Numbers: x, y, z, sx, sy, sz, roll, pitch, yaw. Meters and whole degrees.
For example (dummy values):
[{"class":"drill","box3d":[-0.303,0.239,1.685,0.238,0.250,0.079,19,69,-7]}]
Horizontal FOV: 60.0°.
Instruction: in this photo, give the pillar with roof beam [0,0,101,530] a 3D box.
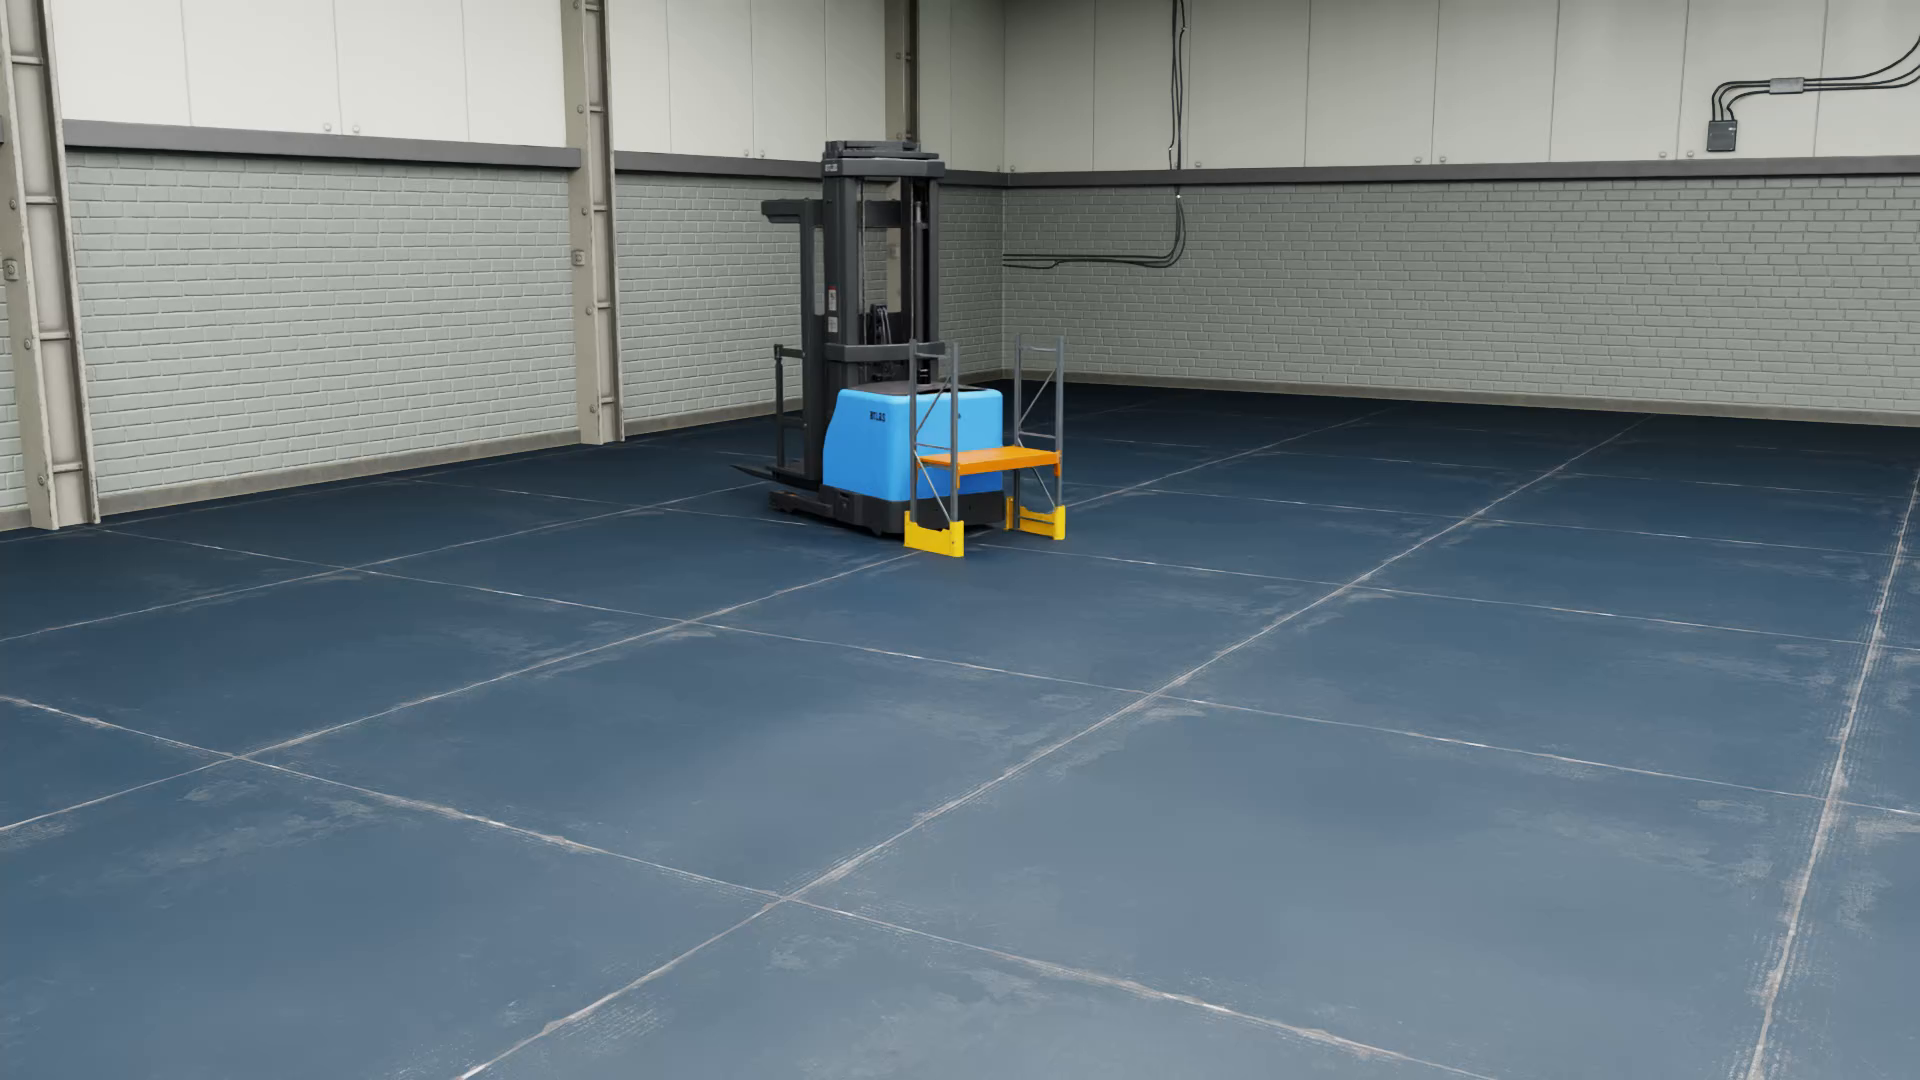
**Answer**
[{"class":"pillar with roof beam","box3d":[-3.326,-4.135,10.000,9.100,9.000,0.400,6,12,31]}]

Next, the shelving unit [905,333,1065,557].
[{"class":"shelving unit","box3d":[0.191,-0.721,12.137,1.083,1.500,0.587,-9,14,-40]}]

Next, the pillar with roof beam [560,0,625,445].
[{"class":"pillar with roof beam","box3d":[-0.211,-5.078,15.040,9.100,9.000,0.400,6,12,31]}]

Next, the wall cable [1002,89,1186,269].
[{"class":"wall cable","box3d":[1.885,-5.244,24.363,3.097,2.526,0.112,6,12,31]}]

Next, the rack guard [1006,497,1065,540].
[{"class":"rack guard","box3d":[0.568,-0.166,12.571,0.087,0.250,0.587,-9,14,-40]}]

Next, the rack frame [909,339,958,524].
[{"class":"rack frame","box3d":[-0.189,-0.661,11.818,0.032,1.500,0.500,-9,14,-40]}]

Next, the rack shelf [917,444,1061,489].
[{"class":"rack shelf","box3d":[0.197,-0.545,12.176,1.000,0.185,0.538,-9,14,-40]}]

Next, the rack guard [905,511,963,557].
[{"class":"rack guard","box3d":[-0.189,-0.047,11.935,0.087,0.250,0.587,-9,14,-40]}]

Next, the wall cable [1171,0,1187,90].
[{"class":"wall cable","box3d":[4.197,-7.468,22.518,3.097,2.526,0.112,6,12,31]}]

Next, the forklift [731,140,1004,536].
[{"class":"forklift","box3d":[-0.905,-1.694,13.452,1.130,2.935,3.031,-7,13,-34]}]

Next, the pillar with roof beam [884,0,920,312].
[{"class":"pillar with roof beam","box3d":[2.904,-6.022,20.081,9.100,9.000,0.400,6,12,31]}]

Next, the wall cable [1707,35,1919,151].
[{"class":"wall cable","box3d":[9.990,-7.532,18.907,2.305,6.003,0.169,6,12,31]}]

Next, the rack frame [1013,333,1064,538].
[{"class":"rack frame","box3d":[0.584,-0.782,12.467,0.032,1.500,0.500,-9,14,-40]}]
